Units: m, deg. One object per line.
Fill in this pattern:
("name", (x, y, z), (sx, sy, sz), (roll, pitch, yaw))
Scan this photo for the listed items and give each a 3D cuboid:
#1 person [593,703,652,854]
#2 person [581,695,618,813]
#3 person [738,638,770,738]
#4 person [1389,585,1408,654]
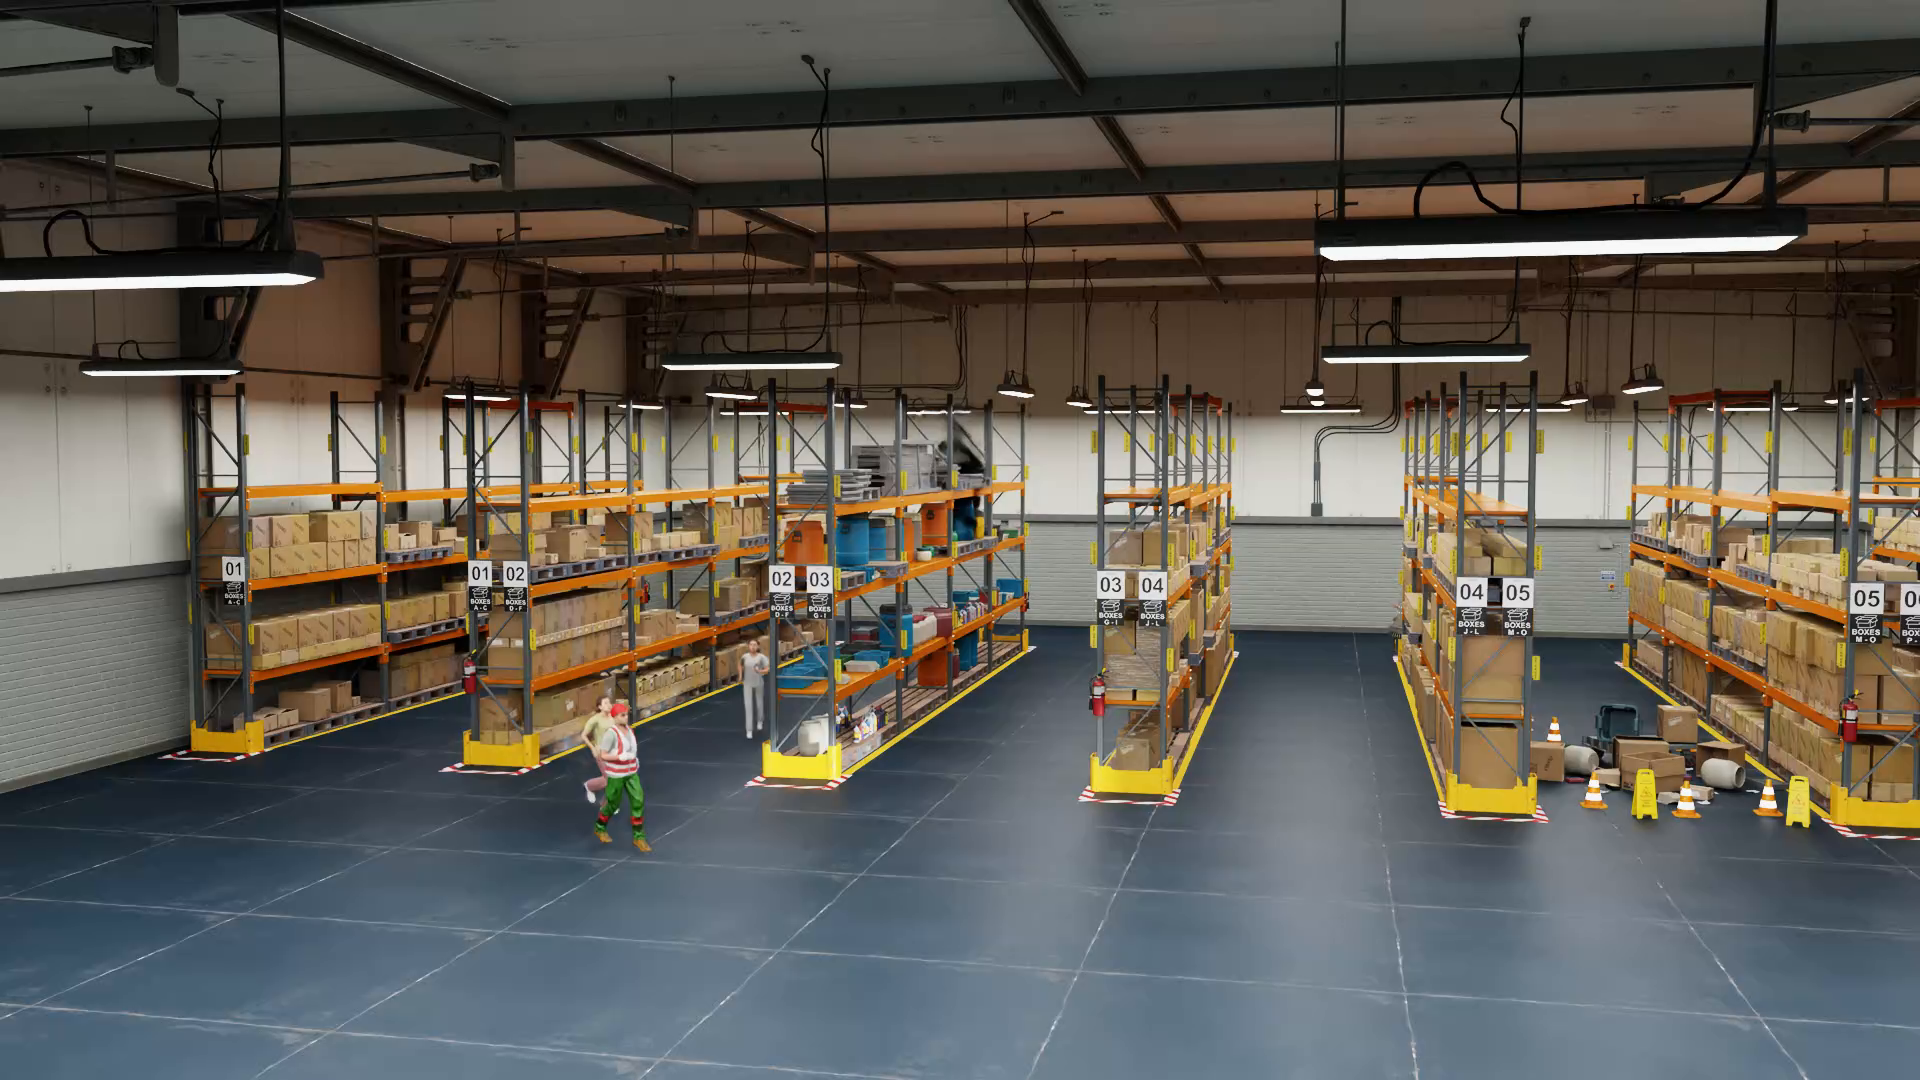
("person", (-4.194, 2.923, 20.505), (0.893, 1.833, 0.642), (2, 4, 37))
("person", (-4.816, 2.910, 22.575), (0.558, 1.621, 0.594), (2, 4, 37))
("person", (-3.543, 2.509, 28.545), (0.564, 1.655, 0.969), (0, 3, -2))
("person", (10.626, 1.880, 39.539), (0.746, 1.758, 0.759), (0, 3, 1))
